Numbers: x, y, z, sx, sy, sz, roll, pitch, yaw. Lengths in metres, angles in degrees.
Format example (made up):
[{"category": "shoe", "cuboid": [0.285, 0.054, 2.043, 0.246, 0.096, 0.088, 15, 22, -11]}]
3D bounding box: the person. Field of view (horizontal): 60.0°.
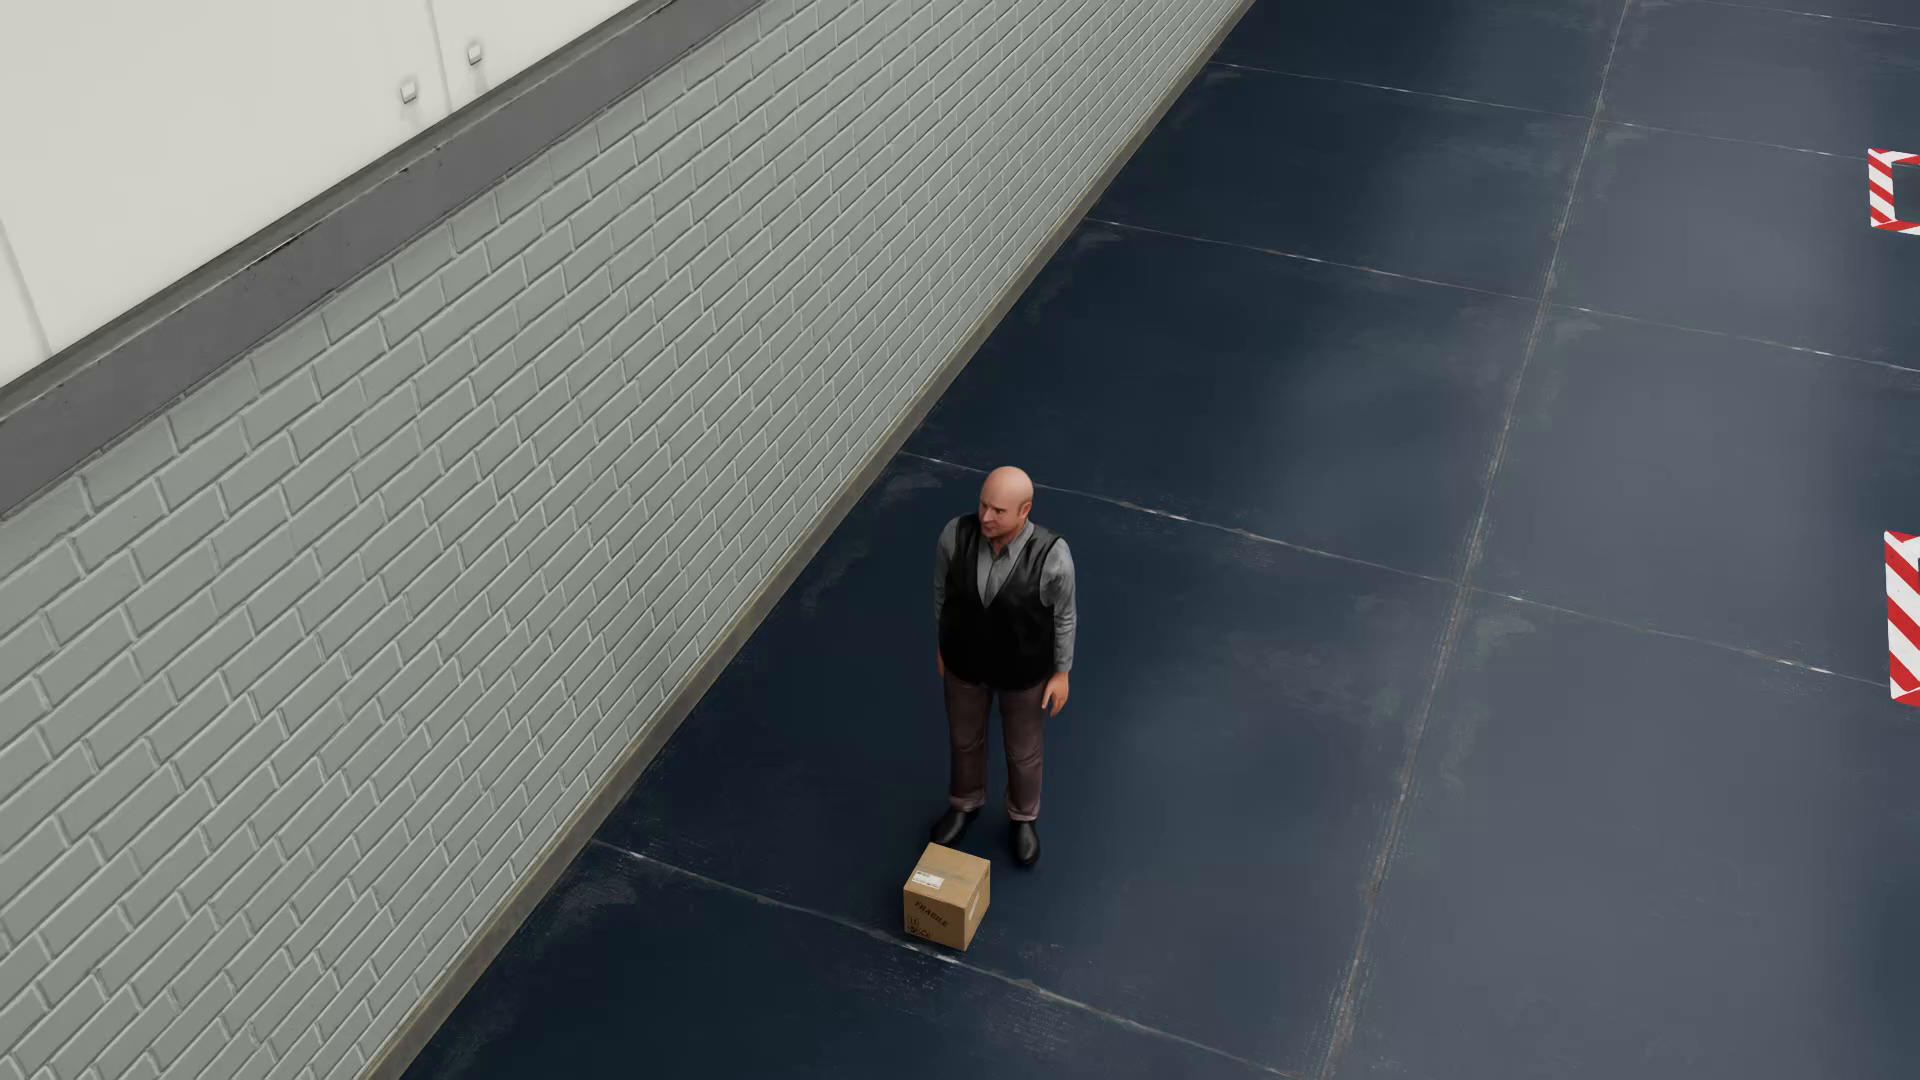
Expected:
[{"category": "person", "cuboid": [0.143, 0.476, 6.173, 0.548, 1.726, 0.378, 11, 39, 14]}]
